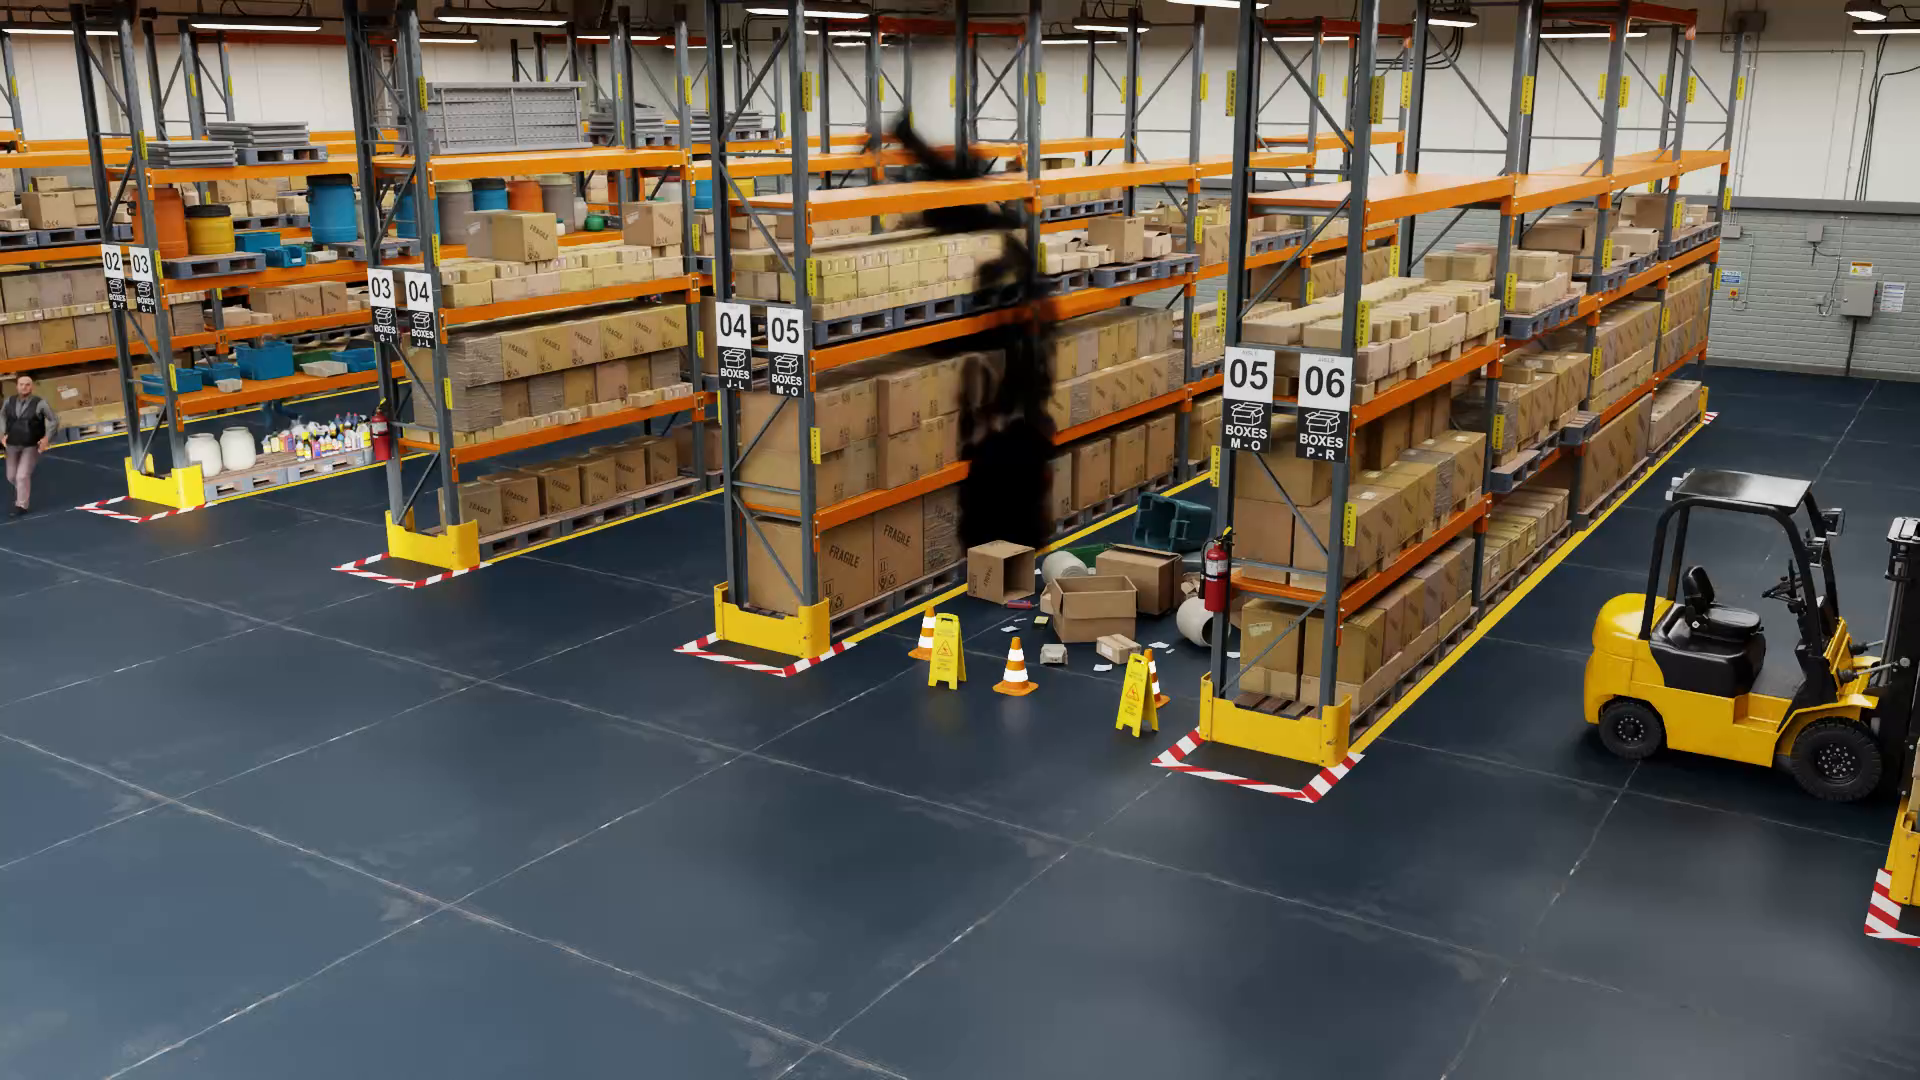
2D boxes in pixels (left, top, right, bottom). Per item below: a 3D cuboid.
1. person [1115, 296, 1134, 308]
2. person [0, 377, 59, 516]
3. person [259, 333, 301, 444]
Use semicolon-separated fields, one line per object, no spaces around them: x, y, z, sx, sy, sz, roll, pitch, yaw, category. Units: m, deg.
2.713;-3.294;27.809;0.657;1.740;0.586;6;17;20;person
-11.366;-1.174;20.325;0.725;1.675;0.681;-2;16;-8;person
-10.009;-2.244;24.359;0.532;1.597;0.756;8;17;26;person
